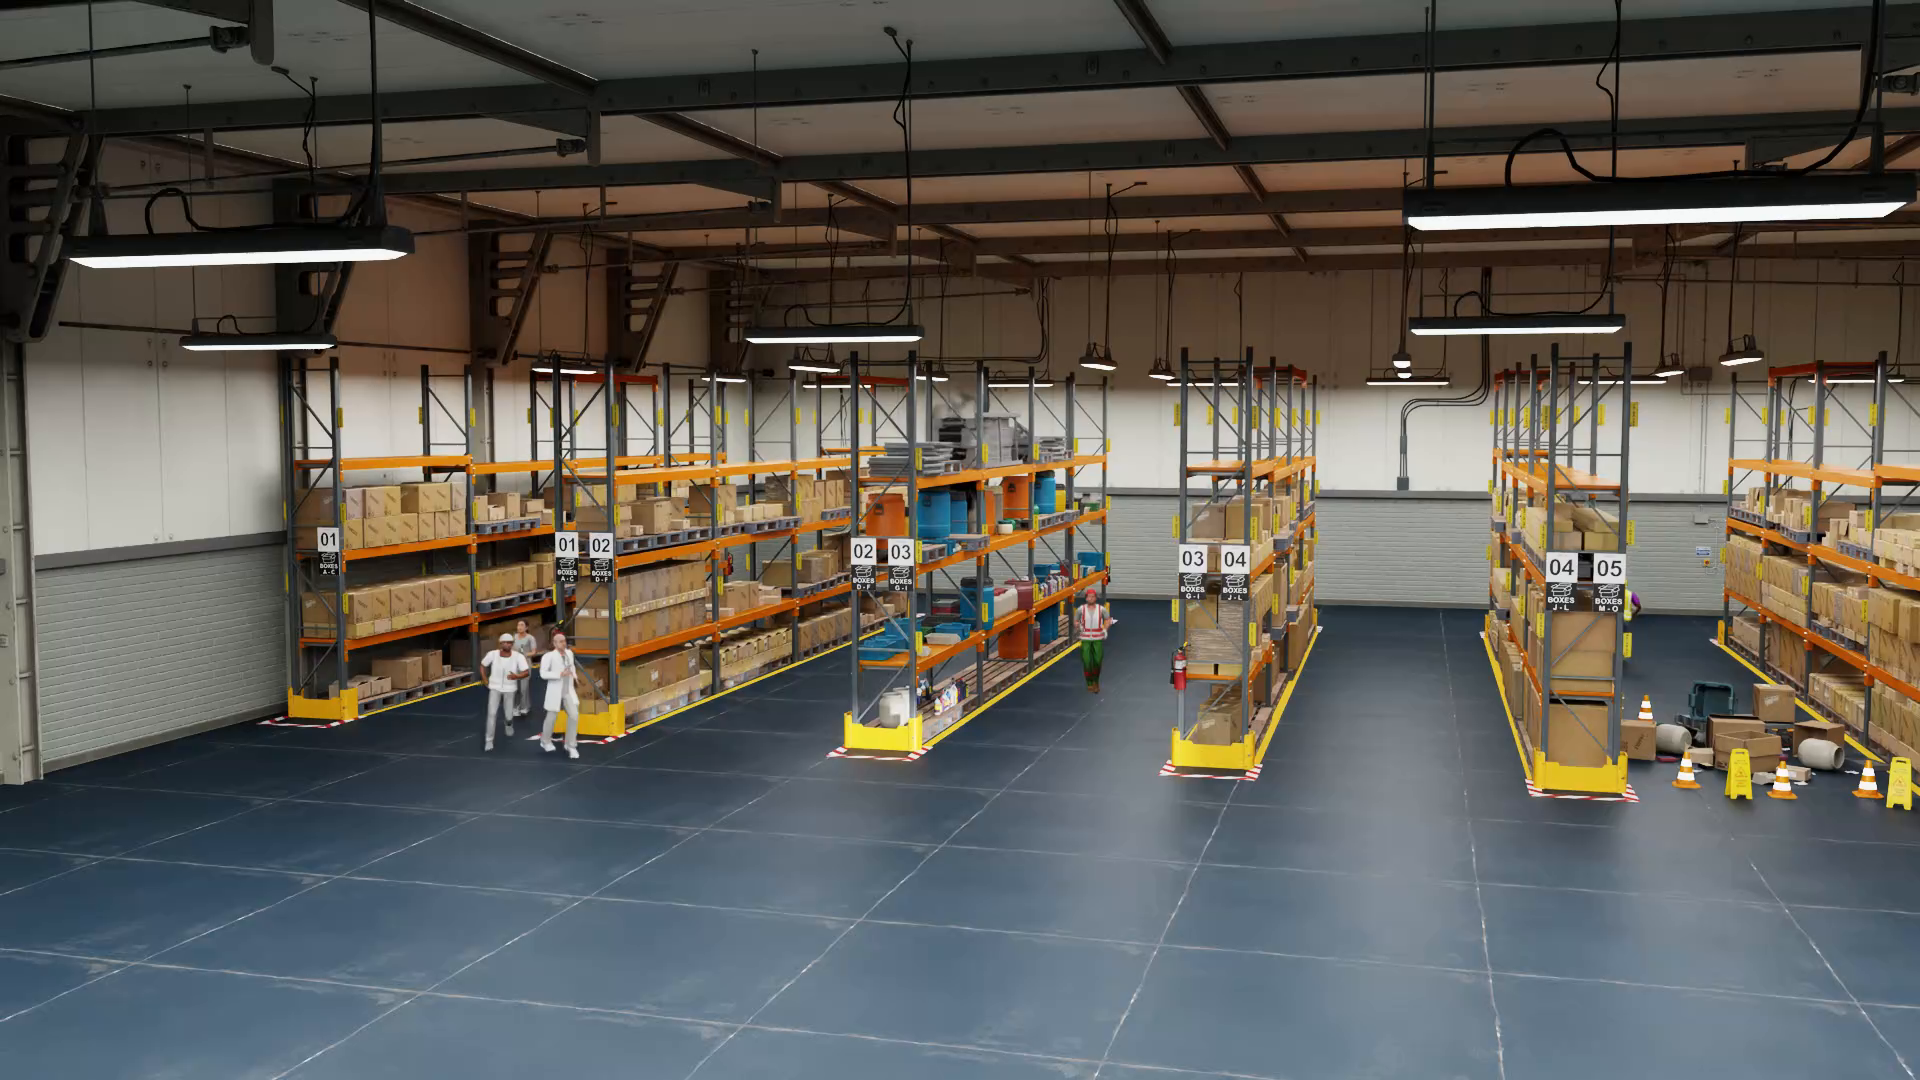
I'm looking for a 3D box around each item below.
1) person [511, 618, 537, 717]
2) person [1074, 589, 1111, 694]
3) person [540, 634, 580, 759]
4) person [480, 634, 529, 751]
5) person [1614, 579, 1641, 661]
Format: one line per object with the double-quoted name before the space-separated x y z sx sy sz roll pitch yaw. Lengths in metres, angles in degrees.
"person" -7.337 2.132 27.831 0.538 1.652 0.643 1 4 7
"person" 2.266 1.726 28.522 0.639 1.772 0.612 0 4 5
"person" -5.921 2.310 24.621 0.712 1.856 0.813 -4 6 -43
"person" -6.974 2.291 25.474 0.731 1.729 0.866 -1 4 -16
"person" 13.499 1.638 33.952 0.707 1.754 0.777 1 4 10
